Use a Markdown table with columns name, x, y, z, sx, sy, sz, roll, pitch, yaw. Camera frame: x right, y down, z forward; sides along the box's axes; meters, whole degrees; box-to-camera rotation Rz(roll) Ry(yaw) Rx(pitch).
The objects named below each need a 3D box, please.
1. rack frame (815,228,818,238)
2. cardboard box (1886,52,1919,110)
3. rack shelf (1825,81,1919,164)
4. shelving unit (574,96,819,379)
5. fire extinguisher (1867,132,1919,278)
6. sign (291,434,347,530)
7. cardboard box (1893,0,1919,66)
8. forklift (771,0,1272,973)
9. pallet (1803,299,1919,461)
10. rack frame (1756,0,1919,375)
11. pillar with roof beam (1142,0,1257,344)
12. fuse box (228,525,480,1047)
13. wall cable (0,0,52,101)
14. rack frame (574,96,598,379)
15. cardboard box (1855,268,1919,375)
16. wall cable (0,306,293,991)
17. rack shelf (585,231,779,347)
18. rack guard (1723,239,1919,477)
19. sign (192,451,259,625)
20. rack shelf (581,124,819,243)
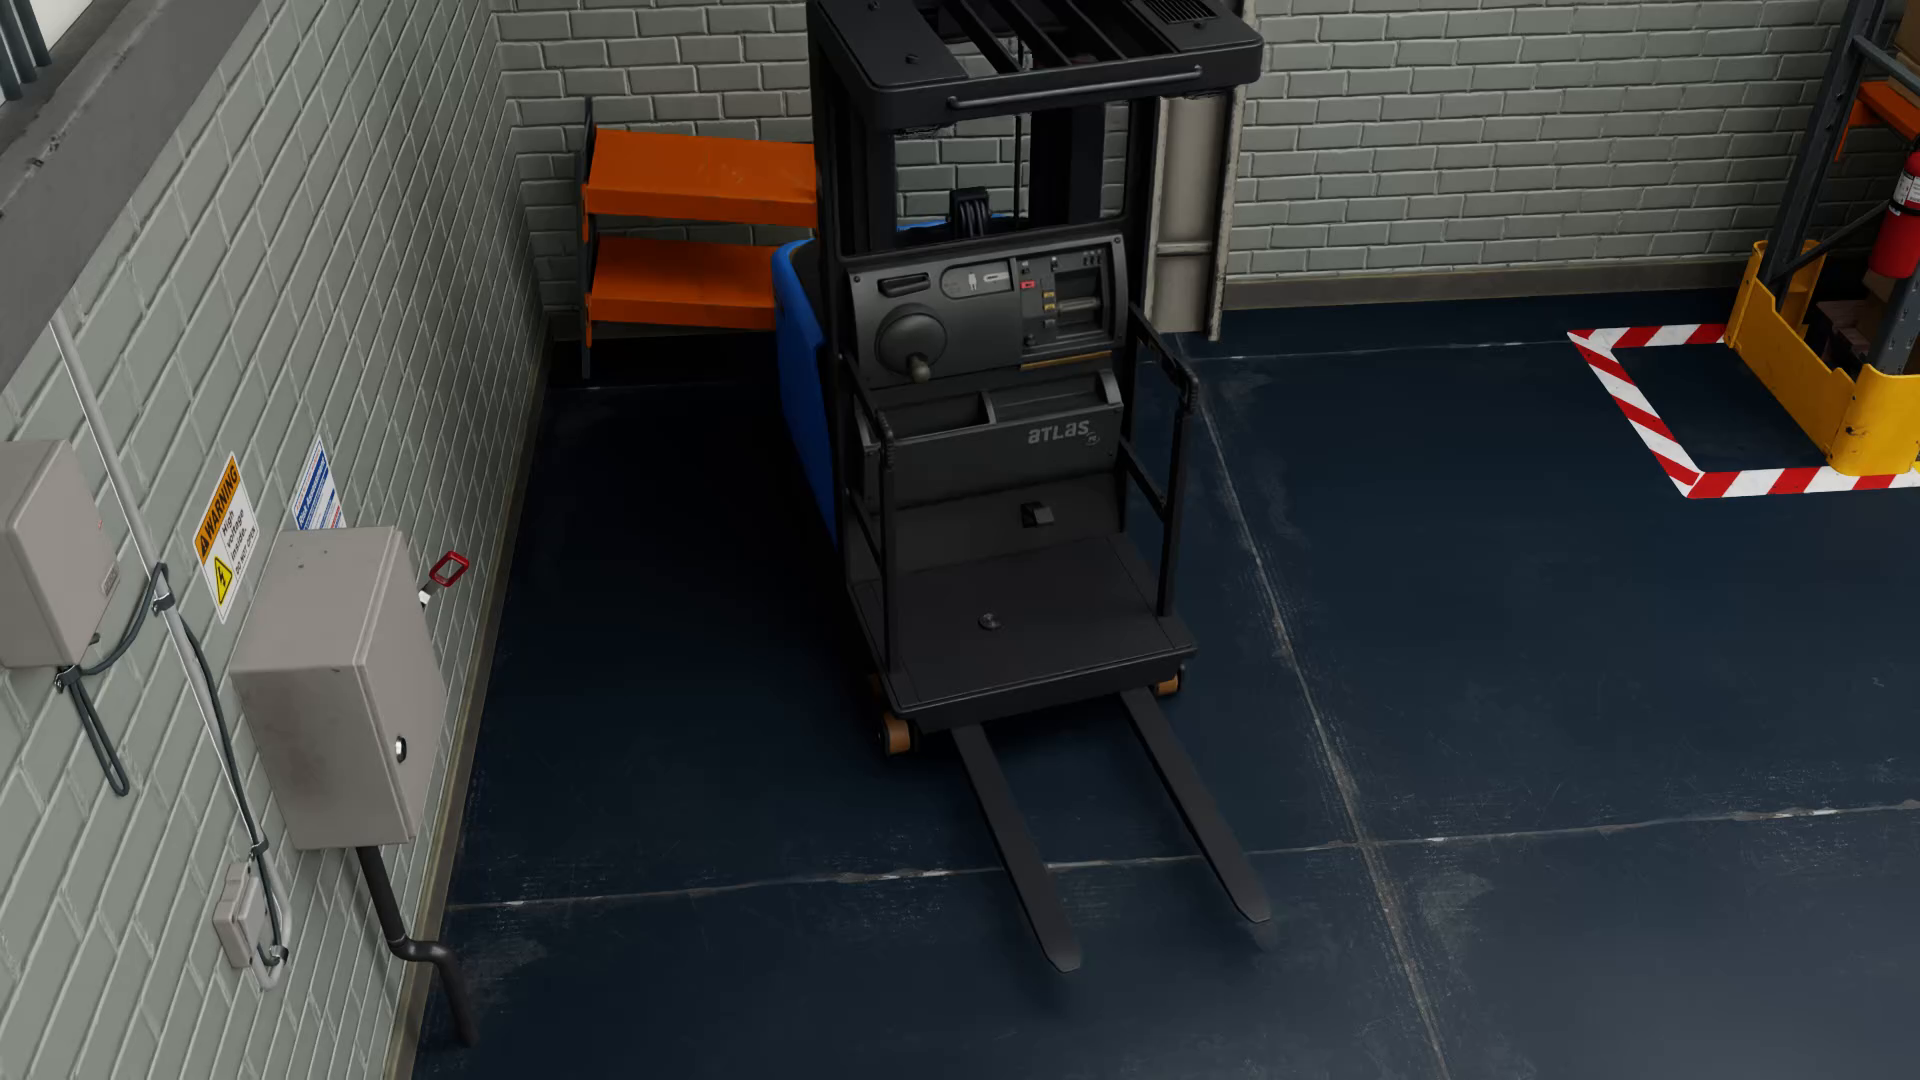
| name | x | y | z | sx | sy | sz | roll | pitch | yaw |
| --- | --- | --- | --- | --- | --- | --- | --- | --- | --- |
| rack frame | -0.626 | -1.269 | 7.423 | 0.032 | 1.125 | 0.500 | 2 | 42 | -8 |
| cardboard box | 4.103 | -1.896 | 6.935 | 0.250 | 0.149 | 0.380 | -4 | 38 | -4 |
| rack shelf | 5.788 | -1.638 | 6.986 | 4.000 | 0.370 | 1.077 | -3 | 38 | -4 |
| shelving unit | -1.129 | -1.289 | 7.354 | 1.048 | 1.125 | 0.538 | 2 | 42 | -8 |
| fire extinguisher | 3.691 | -1.341 | 6.392 | 0.183 | 0.674 | 0.296 | -3 | 38 | -4 |
| sign | -1.666 | 0.015 | 4.386 | 0.001 | 0.494 | 0.329 | -3 | 38 | -4 |
| cardboard box | 4.231 | -2.058 | 6.818 | 0.500 | 0.250 | 0.500 | -2 | 38 | -3 |
| forklift | 0.167 | -0.682 | 5.248 | 1.130 | 2.935 | 3.031 | -11 | 40 | -13 |
| pallet | 4.666 | -0.765 | 7.549 | 1.213 | 0.211 | 1.003 | -3 | 38 | -4 |
| rack frame | 3.796 | -1.811 | 6.624 | 0.127 | 3.000 | 1.000 | -3 | 38 | -4 |
| pillar with roof beam | 1.412 | -1.918 | 1.916 | 0.400 | 9.000 | 9.100 | -3 | 38 | -4 |
| fuse box | -1.416 | 0.777 | 4.384 | 0.414 | 1.711 | 0.539 | -3 | 38 | -4 |
| wall cable | -1.674 | -2.818 | 3.026 | 0.133 | 3.039 | 2.988 | -3 | 38 | -4 |
| rack frame | -1.632 | -1.309 | 7.286 | 0.032 | 1.125 | 0.500 | 2 | 42 | -8 |
| cardboard box | 4.414 | -0.971 | 7.235 | 0.637 | 0.503 | 0.797 | -5 | 39 | -6 |
| wall cable | -1.512 | 0.302 | 3.126 | 0.122 | 1.984 | 0.588 | -3 | 38 | -4 |
| rack shelf | -1.158 | -1.108 | 7.516 | 1.000 | 0.278 | 0.538 | 2 | 42 | -8 |
| rack guard | 3.872 | -0.834 | 7.403 | 0.348 | 0.500 | 1.175 | -3 | 38 | -4 |
| sign | -1.617 | -0.008 | 3.672 | 0.001 | 0.242 | 0.339 | -3 | 38 | -4 |
| rack shelf | -1.094 | -1.507 | 7.161 | 1.000 | 0.278 | 0.538 | 2 | 42 | -8 |
